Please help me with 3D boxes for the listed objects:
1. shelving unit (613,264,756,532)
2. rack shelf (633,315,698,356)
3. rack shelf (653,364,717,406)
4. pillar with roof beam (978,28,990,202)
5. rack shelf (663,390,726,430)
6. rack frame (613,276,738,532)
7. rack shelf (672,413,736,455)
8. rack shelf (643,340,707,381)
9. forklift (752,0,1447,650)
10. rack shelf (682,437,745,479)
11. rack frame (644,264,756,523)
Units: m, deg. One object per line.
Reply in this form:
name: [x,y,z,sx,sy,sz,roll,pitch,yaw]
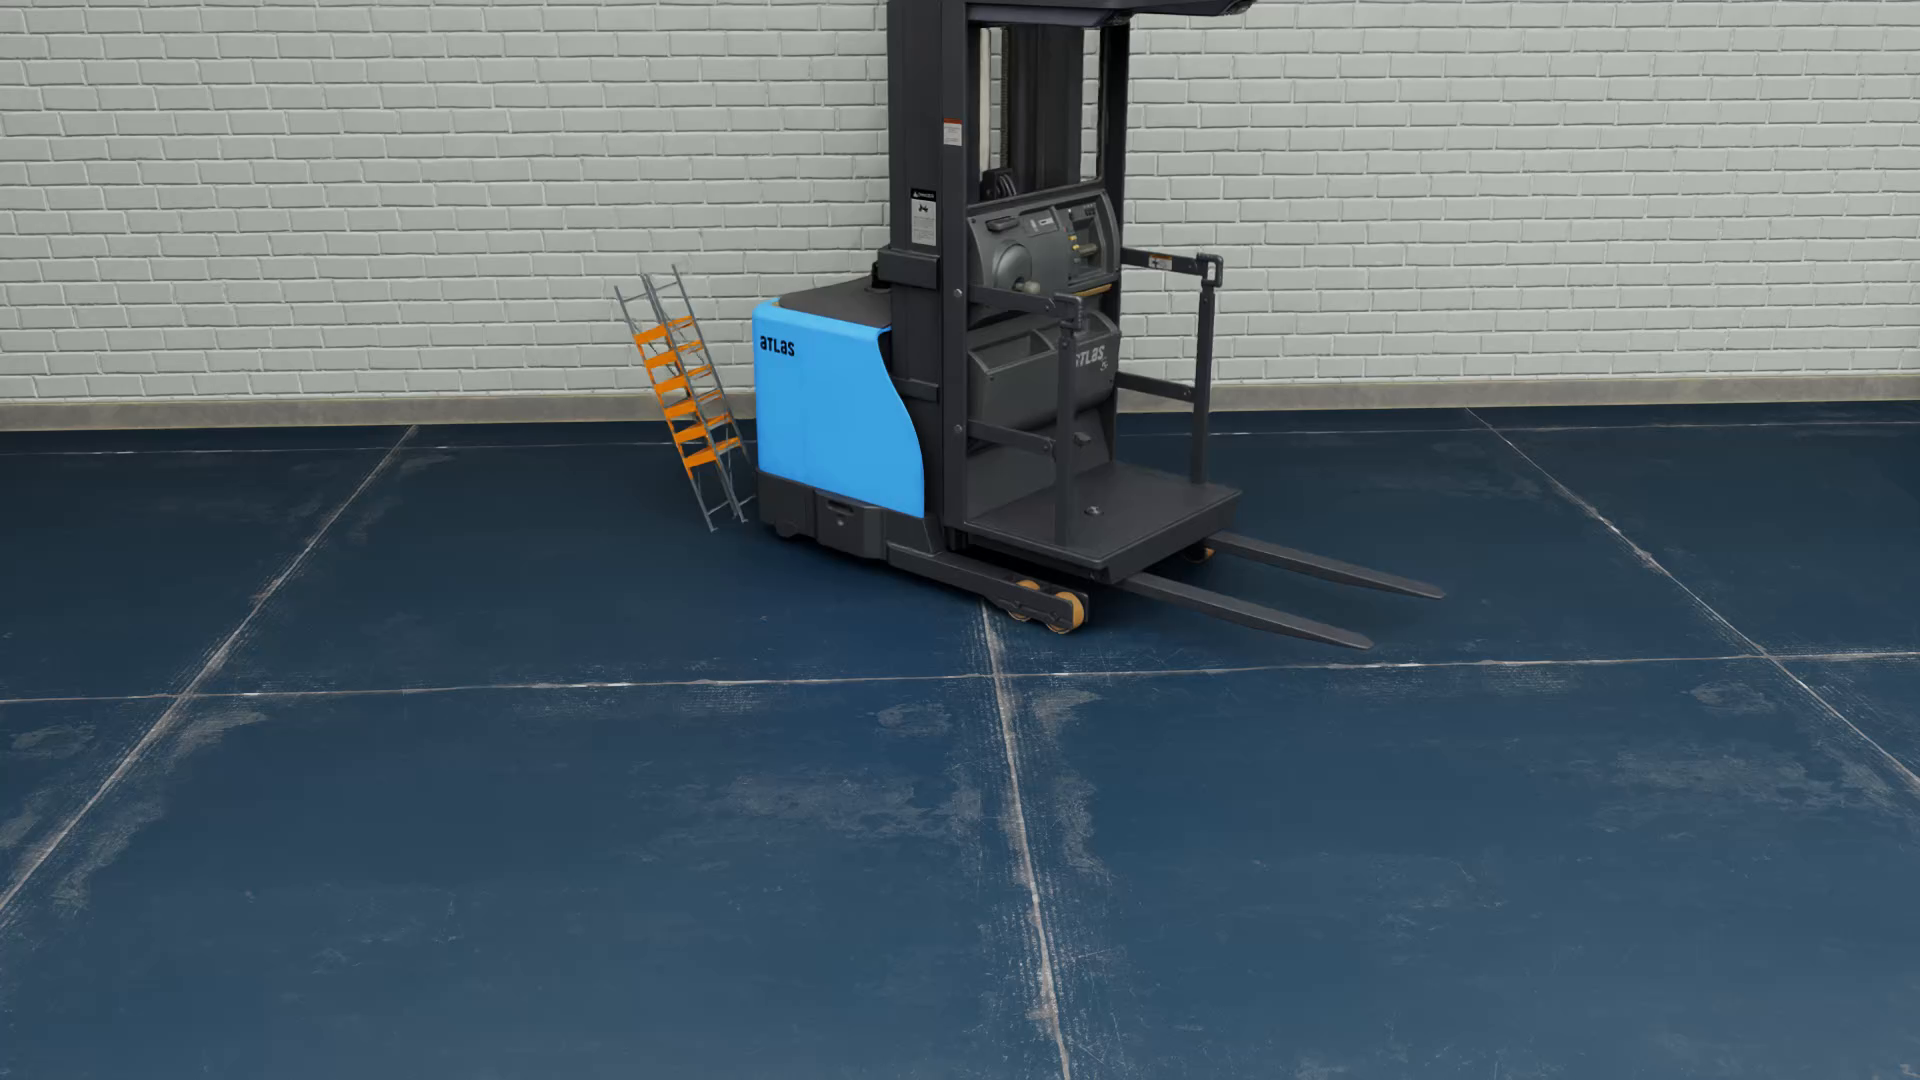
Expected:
shelving unit: [-1.230,-0.649,7.654,0.189,1.200,0.258,-14,13,28]
rack shelf: [-1.336,-0.939,7.592,0.180,0.103,0.258,-14,13,28]
rack shelf: [-1.256,-0.718,7.639,0.180,0.103,0.258,-14,13,28]
pillar with roof beam: [0.191,-3.342,3.751,0.400,9.000,9.100,-1,21,-3]
rack shelf: [-1.215,-0.608,7.663,0.180,0.103,0.258,-14,13,28]
rack frame: [-1.309,-0.629,7.697,0.006,1.200,0.240,-14,13,28]
rack shelf: [-1.175,-0.498,7.686,0.180,0.103,0.258,-14,13,28]
rack shelf: [-1.296,-0.829,7.615,0.180,0.103,0.258,-14,13,28]
forklift: [0.516,-1.207,6.672,3.031,2.935,1.130,17,26,37]
rack shelf: [-1.134,-0.387,7.710,0.180,0.103,0.258,-14,13,28]
rack frame: [-1.152,-0.668,7.611,0.006,1.200,0.240,-14,13,28]
